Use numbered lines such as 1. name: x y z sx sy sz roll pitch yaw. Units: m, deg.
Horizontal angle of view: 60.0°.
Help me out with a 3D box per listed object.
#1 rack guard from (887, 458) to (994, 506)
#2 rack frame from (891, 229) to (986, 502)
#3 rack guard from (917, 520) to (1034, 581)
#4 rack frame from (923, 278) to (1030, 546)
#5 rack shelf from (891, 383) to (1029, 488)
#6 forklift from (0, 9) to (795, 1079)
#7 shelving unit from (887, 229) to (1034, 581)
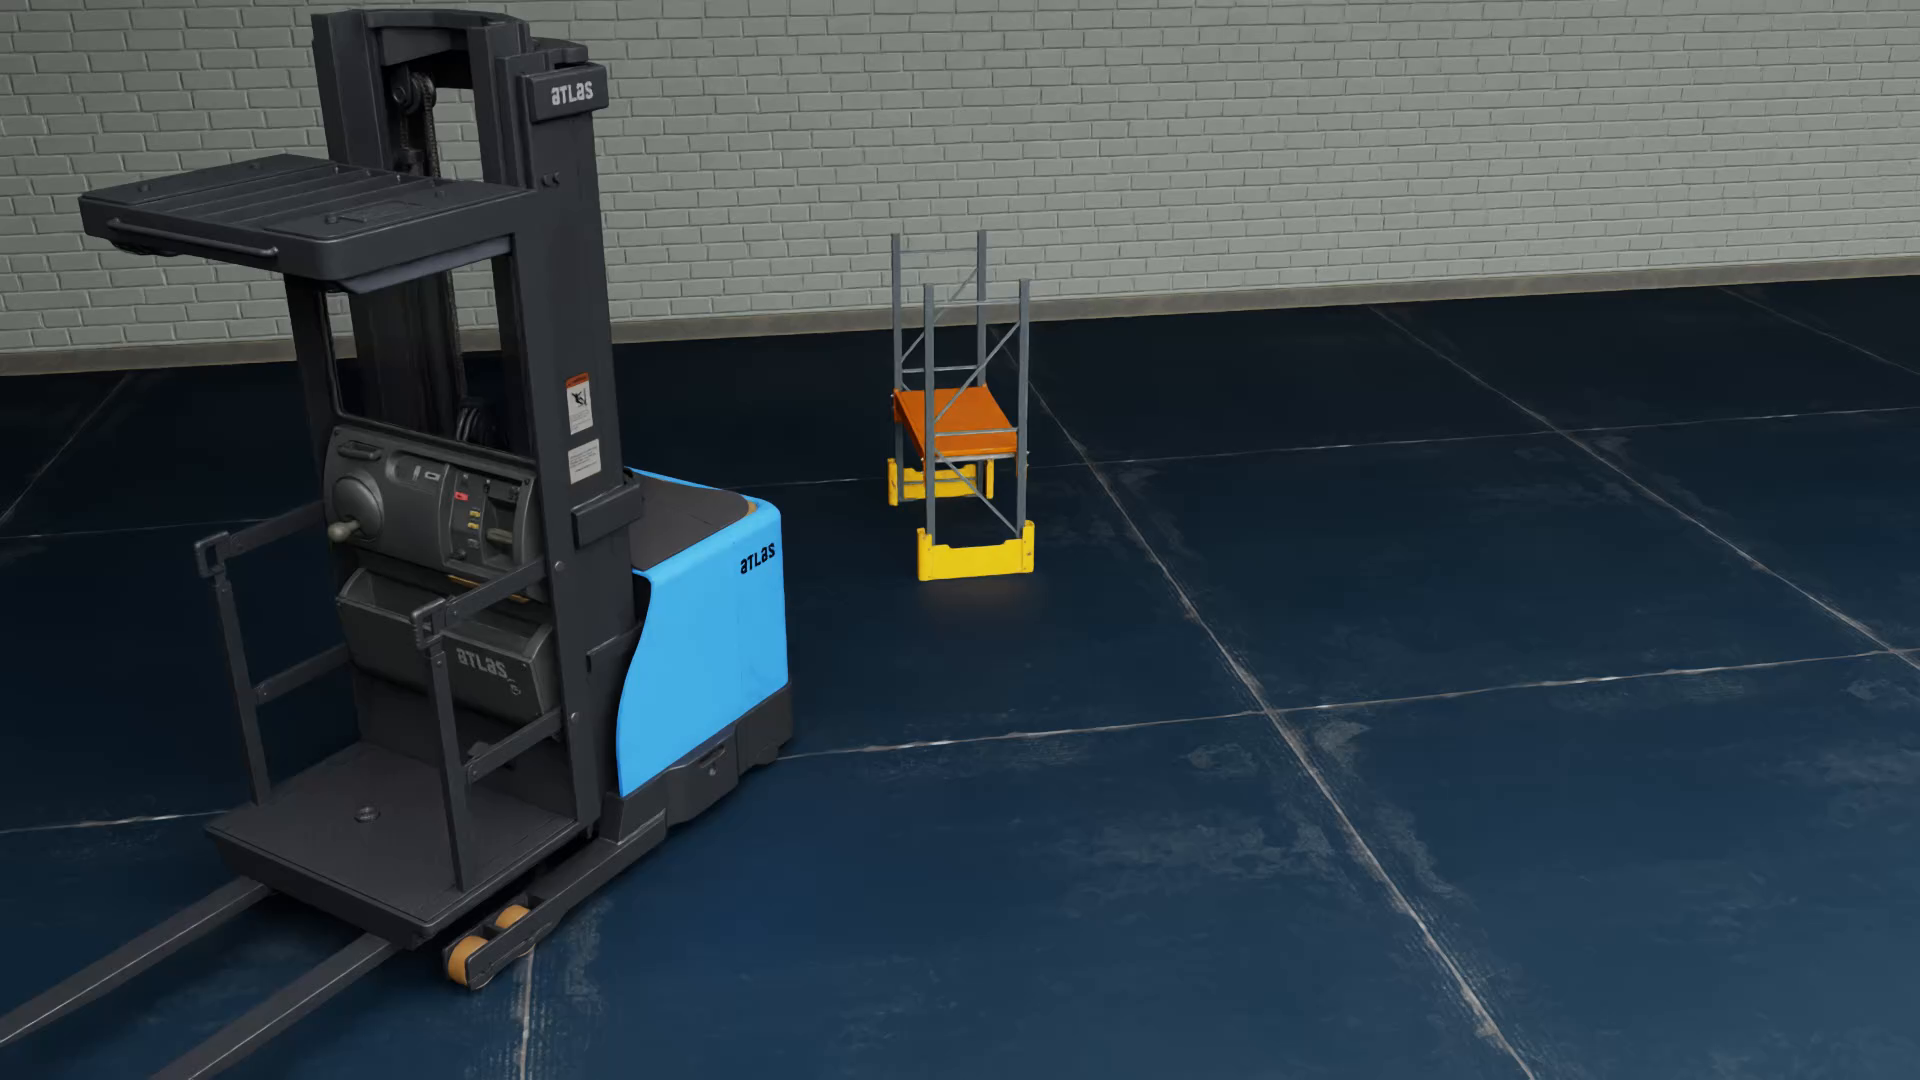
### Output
1. rack guard: -0.106 -0.340 9.217 0.587 0.250 0.087 -4 24 -10
2. rack frame: -0.110 -0.921 8.984 0.500 1.500 0.032 -4 24 -10
3. rack guard: 0.078 0.051 8.320 0.587 0.250 0.087 -4 24 -10
4. rack frame: 0.078 -0.521 8.069 0.500 1.500 0.032 -4 24 -10
5. rack shelf: -0.016 -0.556 8.599 0.538 0.185 1.000 -4 24 -10
6. forklift: -1.863 -0.096 5.308 1.130 2.935 3.031 13 27 28
7. shelving unit: -0.014 -0.717 8.518 0.587 1.500 1.083 -4 24 -10
